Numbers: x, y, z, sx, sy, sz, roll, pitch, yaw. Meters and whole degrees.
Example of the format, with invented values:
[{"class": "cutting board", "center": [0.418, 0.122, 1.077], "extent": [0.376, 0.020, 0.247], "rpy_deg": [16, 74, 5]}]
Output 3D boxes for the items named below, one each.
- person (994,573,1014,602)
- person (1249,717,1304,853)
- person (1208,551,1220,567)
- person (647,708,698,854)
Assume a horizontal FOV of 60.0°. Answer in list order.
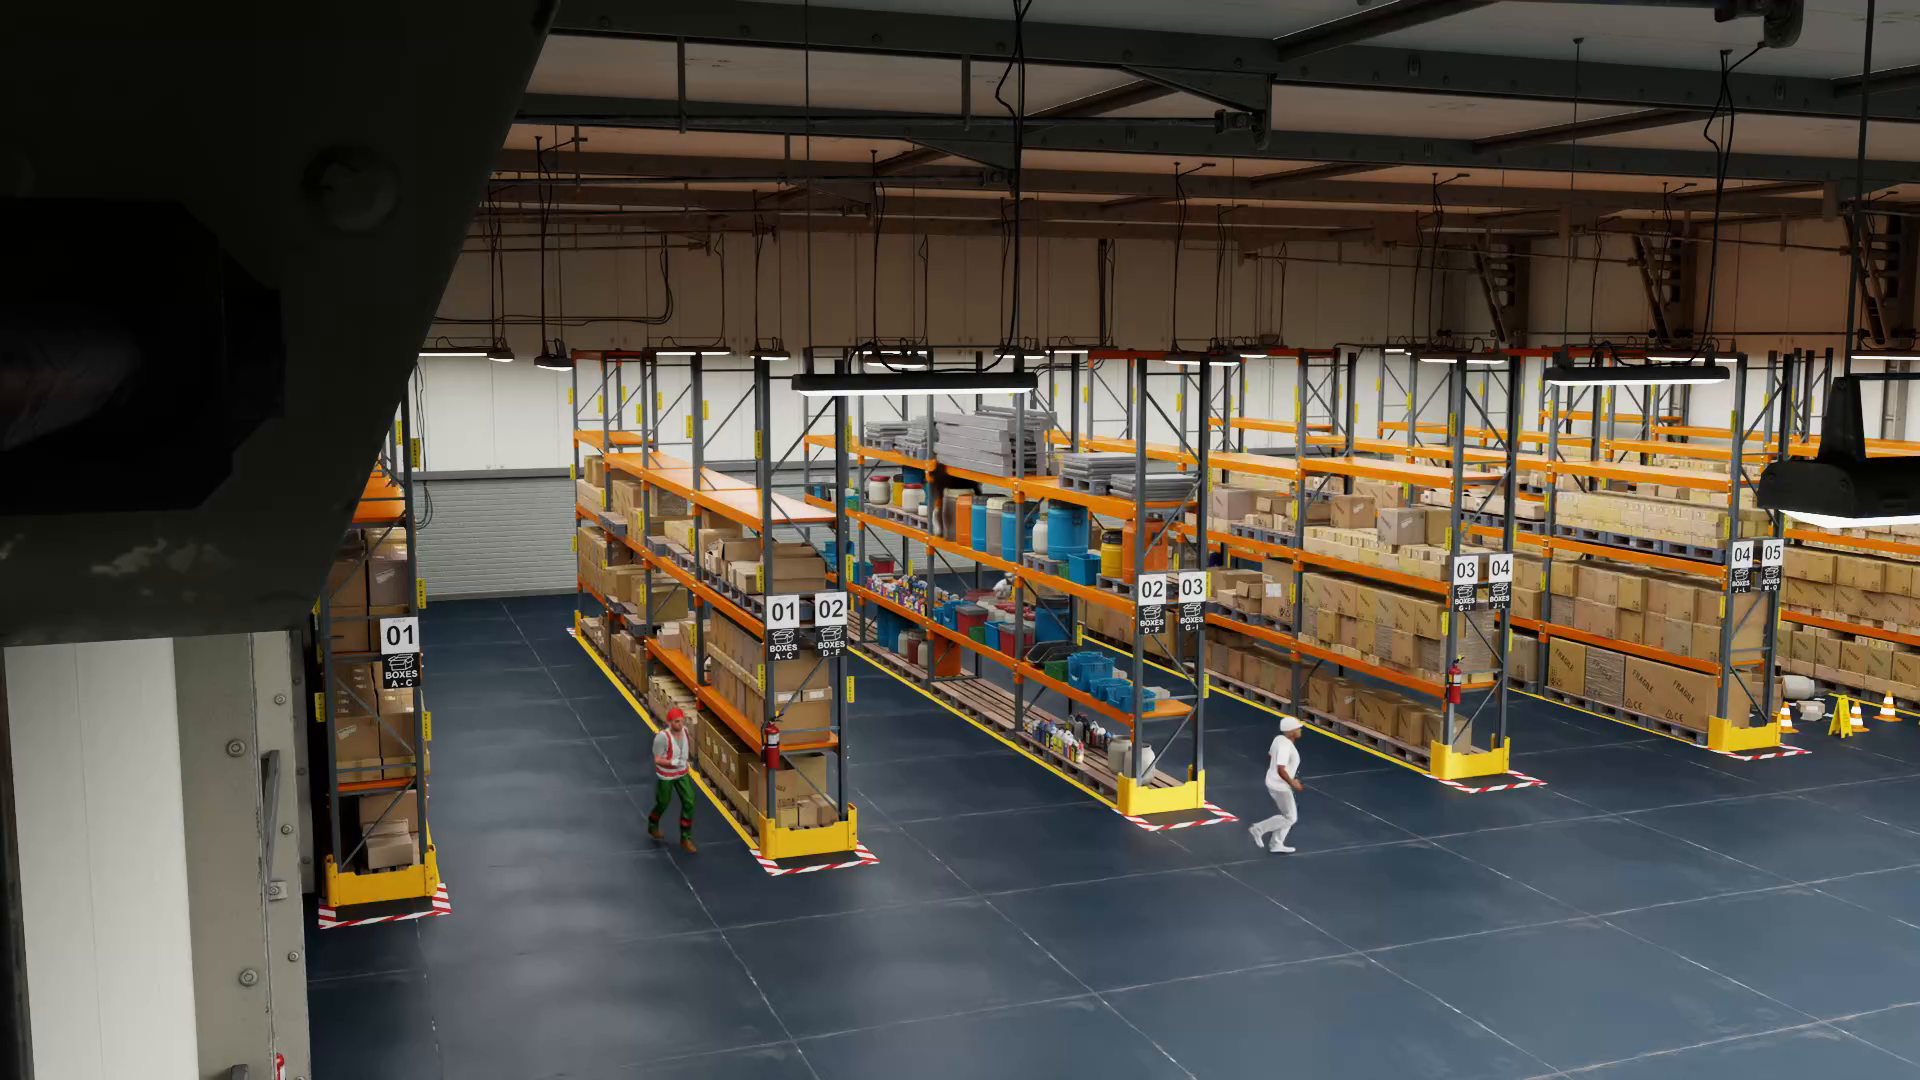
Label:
[{"class": "person", "center": [0.769, 1.346, 34.613], "extent": [0.567, 1.455, 1.123], "rpy_deg": [-6, 9, -40]}, {"class": "person", "center": [3.847, 2.986, 20.253], "extent": [0.639, 1.698, 0.703], "rpy_deg": [0, 7, 4]}, {"class": "person", "center": [6.486, 0.388, 41.424], "extent": [0.716, 1.676, 0.592], "rpy_deg": [-2, 7, -17]}, {"class": "person", "center": [-3.545, 2.915, 20.419], "extent": [0.585, 1.794, 0.946], "rpy_deg": [-6, 9, -38]}]
